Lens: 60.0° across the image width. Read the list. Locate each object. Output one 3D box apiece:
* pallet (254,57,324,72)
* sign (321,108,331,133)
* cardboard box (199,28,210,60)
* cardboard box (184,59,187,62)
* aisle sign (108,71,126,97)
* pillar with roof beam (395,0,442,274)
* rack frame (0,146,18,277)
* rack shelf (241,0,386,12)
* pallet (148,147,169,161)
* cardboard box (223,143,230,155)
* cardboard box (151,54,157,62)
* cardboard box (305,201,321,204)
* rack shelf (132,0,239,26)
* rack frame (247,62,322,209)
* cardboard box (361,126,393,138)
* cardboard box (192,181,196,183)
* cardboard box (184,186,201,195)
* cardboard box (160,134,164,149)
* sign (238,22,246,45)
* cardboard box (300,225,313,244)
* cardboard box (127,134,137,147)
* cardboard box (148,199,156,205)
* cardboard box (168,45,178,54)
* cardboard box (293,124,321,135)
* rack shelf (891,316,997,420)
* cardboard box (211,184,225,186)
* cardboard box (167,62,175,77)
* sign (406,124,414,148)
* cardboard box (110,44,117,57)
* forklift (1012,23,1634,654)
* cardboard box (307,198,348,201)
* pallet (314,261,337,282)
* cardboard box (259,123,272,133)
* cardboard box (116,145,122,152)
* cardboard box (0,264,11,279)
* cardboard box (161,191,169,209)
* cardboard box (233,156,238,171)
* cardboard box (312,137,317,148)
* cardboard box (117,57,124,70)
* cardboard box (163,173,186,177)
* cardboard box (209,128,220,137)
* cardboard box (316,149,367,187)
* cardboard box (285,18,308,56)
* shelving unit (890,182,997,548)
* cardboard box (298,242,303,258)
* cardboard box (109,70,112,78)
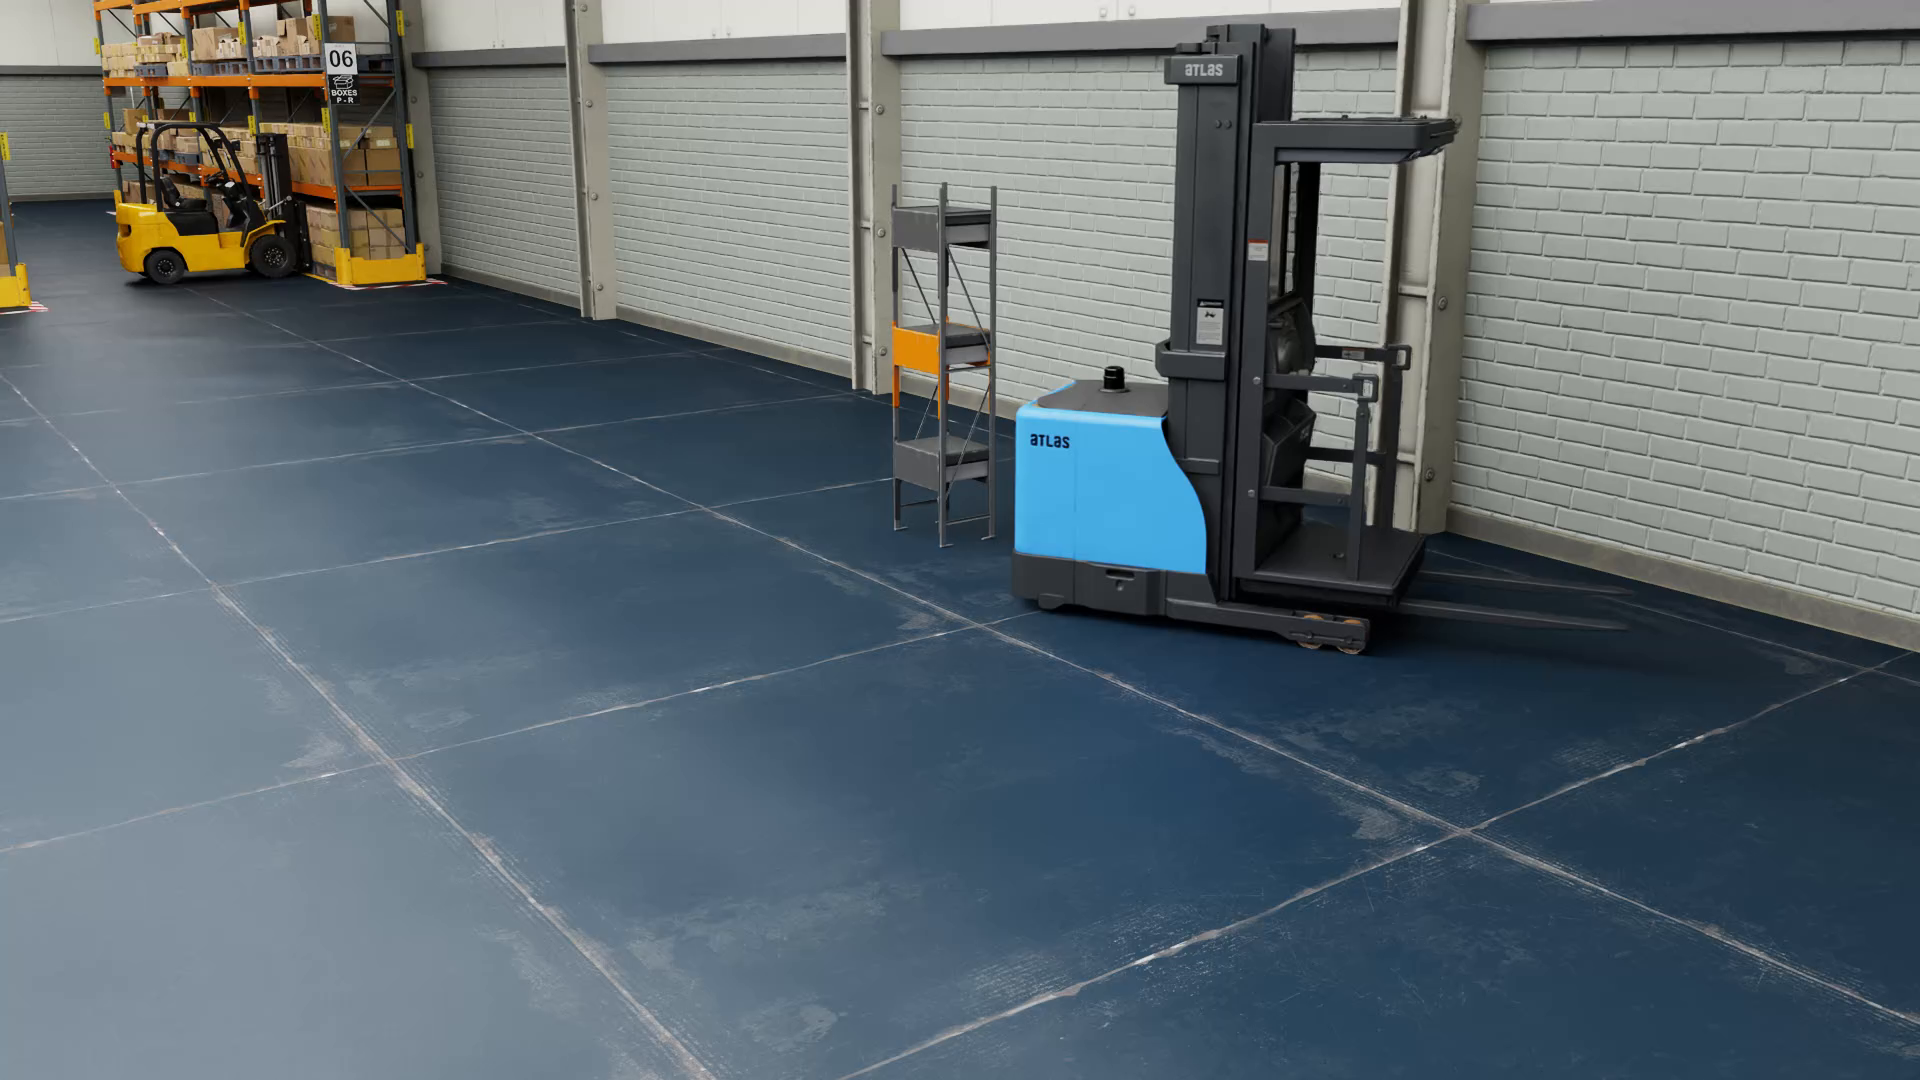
[{"bbox_3d":[-9.948,-7.162,25.046,1.003,0.211,1.213,-11,19,-35],"label":"pallet"},{"bbox_3d":[-8.565,-5.673,22.479,0.100,0.325,0.005,-11,19,-35],"label":"sign"},{"bbox_3d":[-12.216,-8.251,27.683,0.700,0.500,0.500,-11,19,-36],"label":"cardboard box"},{"bbox_3d":[-13.362,-8.453,29.126,0.380,0.149,0.250,-11,19,-36],"label":"cardboard box"},{"bbox_3d":[-17.803,-9.721,34.986,0.394,0.787,0.004,-11,19,-35],"label":"aisle sign"},{"bbox_3d":[-11.281,-7.595,20.781,9.100,9.000,0.400,-11,19,-35],"label":"pillar with roof beam"},{"bbox_3d":[-12.131,-4.310,20.142,1.000,3.000,0.127,-11,19,-35],"label":"rack frame"},{"bbox_3d":[-9.294,-7.862,23.876,1.077,0.370,4.000,-11,19,-35],"label":"rack shelf"},{"bbox_3d":[-14.792,-7.364,31.662,1.003,0.211,1.213,-11,19,-35],"label":"pallet"},{"bbox_3d":[-11.851,-6.499,27.476,0.500,0.250,0.500,-11,19,-34],"label":"cardboard box"},{"bbox_3d":[-14.575,-8.821,30.433,0.380,0.149,0.250,-10,18,-33],"label":"cardboard box"},{"bbox_3d":[-9.845,-4.927,24.915,0.500,0.250,0.500,-10,18,-33],"label":"cardboard box"},{"bbox_3d":[-13.998,-9.571,30.118,1.077,0.370,4.000,-11,19,-35],"label":"rack shelf"},{"bbox_3d":[-10.470,-5.936,26.081,1.000,3.000,0.127,-11,19,-35],"label":"rack frame"},{"bbox_3d":[-8.143,-5.691,23.205,0.380,0.149,0.250,-11,19,-36],"label":"cardboard box"},{"bbox_3d":[-14.724,-6.920,32.388,0.380,0.149,0.250,-12,19,-37],"label":"cardboard box"},{"bbox_3d":[-14.074,-6.453,30.683,0.380,0.149,0.250,-12,19,-37],"label":"cardboard box"},{"bbox_3d":[-14.667,-7.425,30.983,0.396,0.266,0.258,-10,18,-32],"label":"cardboard box"},{"bbox_3d":[-10.903,-7.697,25.260,0.100,0.325,0.005,-11,19,-35],"label":"sign"},{"bbox_3d":[-9.264,-4.470,24.192,0.500,0.250,0.500,-11,19,-36],"label":"cardboard box"},{"bbox_3d":[-16.562,-8.109,33.743,0.500,0.250,0.500,-11,19,-36],"label":"cardboard box"},{"bbox_3d":[-15.949,-6.677,33.174,0.396,0.266,0.258,-10,18,-33],"label":"cardboard box"},{"bbox_3d":[-13.876,-8.751,29.651,0.380,0.149,0.250,-11,19,-36],"label":"cardboard box"},{"bbox_3d":[-9.540,-6.013,24.381,0.380,0.149,0.250,-11,19,-34],"label":"cardboard box"},{"bbox_3d":[-0.097,-1.035,9.932,0.431,0.518,0.480,-11,19,-35],"label":"rack shelf"},{"bbox_3d":[-13.804,-6.591,31.187,0.380,0.149,0.250,-12,19,-37],"label":"cardboard box"},{"bbox_3d":[-13.911,-8.450,29.870,0.500,0.250,0.500,-11,19,-35],"label":"cardboard box"},{"bbox_3d":[-7.666,-5.622,23.145,0.100,0.325,0.005,-11,19,-35],"label":"sign"},{"bbox_3d":[-16.878,-9.907,33.681,0.500,0.250,0.500,-11,19,-35],"label":"cardboard box"},{"bbox_3d":[1.838,-1.020,8.251,3.031,2.935,1.130,6,17,22],"label":"forklift"},{"bbox_3d":[-9.714,-5.113,25.595,0.500,0.250,0.500,-11,19,-35],"label":"cardboard box"},{"bbox_3d":[-8.602,-3.893,23.901,1.003,0.211,1.213,-11,19,-35],"label":"pallet"},{"bbox_3d":[-10.523,-6.326,25.526,0.380,0.149,0.250,-10,18,-33],"label":"cardboard box"},{"bbox_3d":[-17.554,-8.264,35.064,0.380,0.149,0.250,-11,19,-35],"label":"cardboard box"},{"bbox_3d":[-12.382,-3.402,21.236,0.500,0.250,0.500,-11,19,-35],"label":"cardboard box"},{"bbox_3d":[-15.071,-6.503,32.092,0.500,0.500,0.500,-10,18,-32],"label":"cardboard box"},{"bbox_3d":[-11.545,-6.148,27.139,0.500,0.250,0.500,-11,19,-34],"label":"cardboard box"},{"bbox_3d":[-8.963,-5.643,23.592,0.380,0.149,0.250,-11,19,-35],"label":"cardboard box"},{"bbox_3d":[-16.557,-9.555,33.345,0.500,0.250,0.500,-11,19,-35],"label":"cardboard box"},{"bbox_3d":[-15.129,-6.989,32.075,0.380,0.149,0.250,-11,19,-35],"label":"cardboard box"},{"bbox_3d":[-12.543,-6.929,28.293,0.380,0.149,0.250,-10,18,-33],"label":"cardboard box"},{"bbox_3d":[-8.620,-5.194,23.182,0.500,0.500,0.500,-11,19,-36],"label":"cardboard box"},{"bbox_3d":[-9.097,-7.118,23.545,0.700,0.500,0.500,-11,19,-34],"label":"cardboard box"},{"bbox_3d":[-0.097,-1.048,9.928,0.431,2.100,0.503,-11,19,-35],"label":"shelving unit"},{"bbox_3d":[-9.545,-4.332,24.636,0.500,0.250,0.500,-10,18,-33],"label":"cardboard box"},{"bbox_3d":[-17.526,-9.719,34.700,0.380,0.149,0.250,-10,18,-33],"label":"cardboard box"}]
